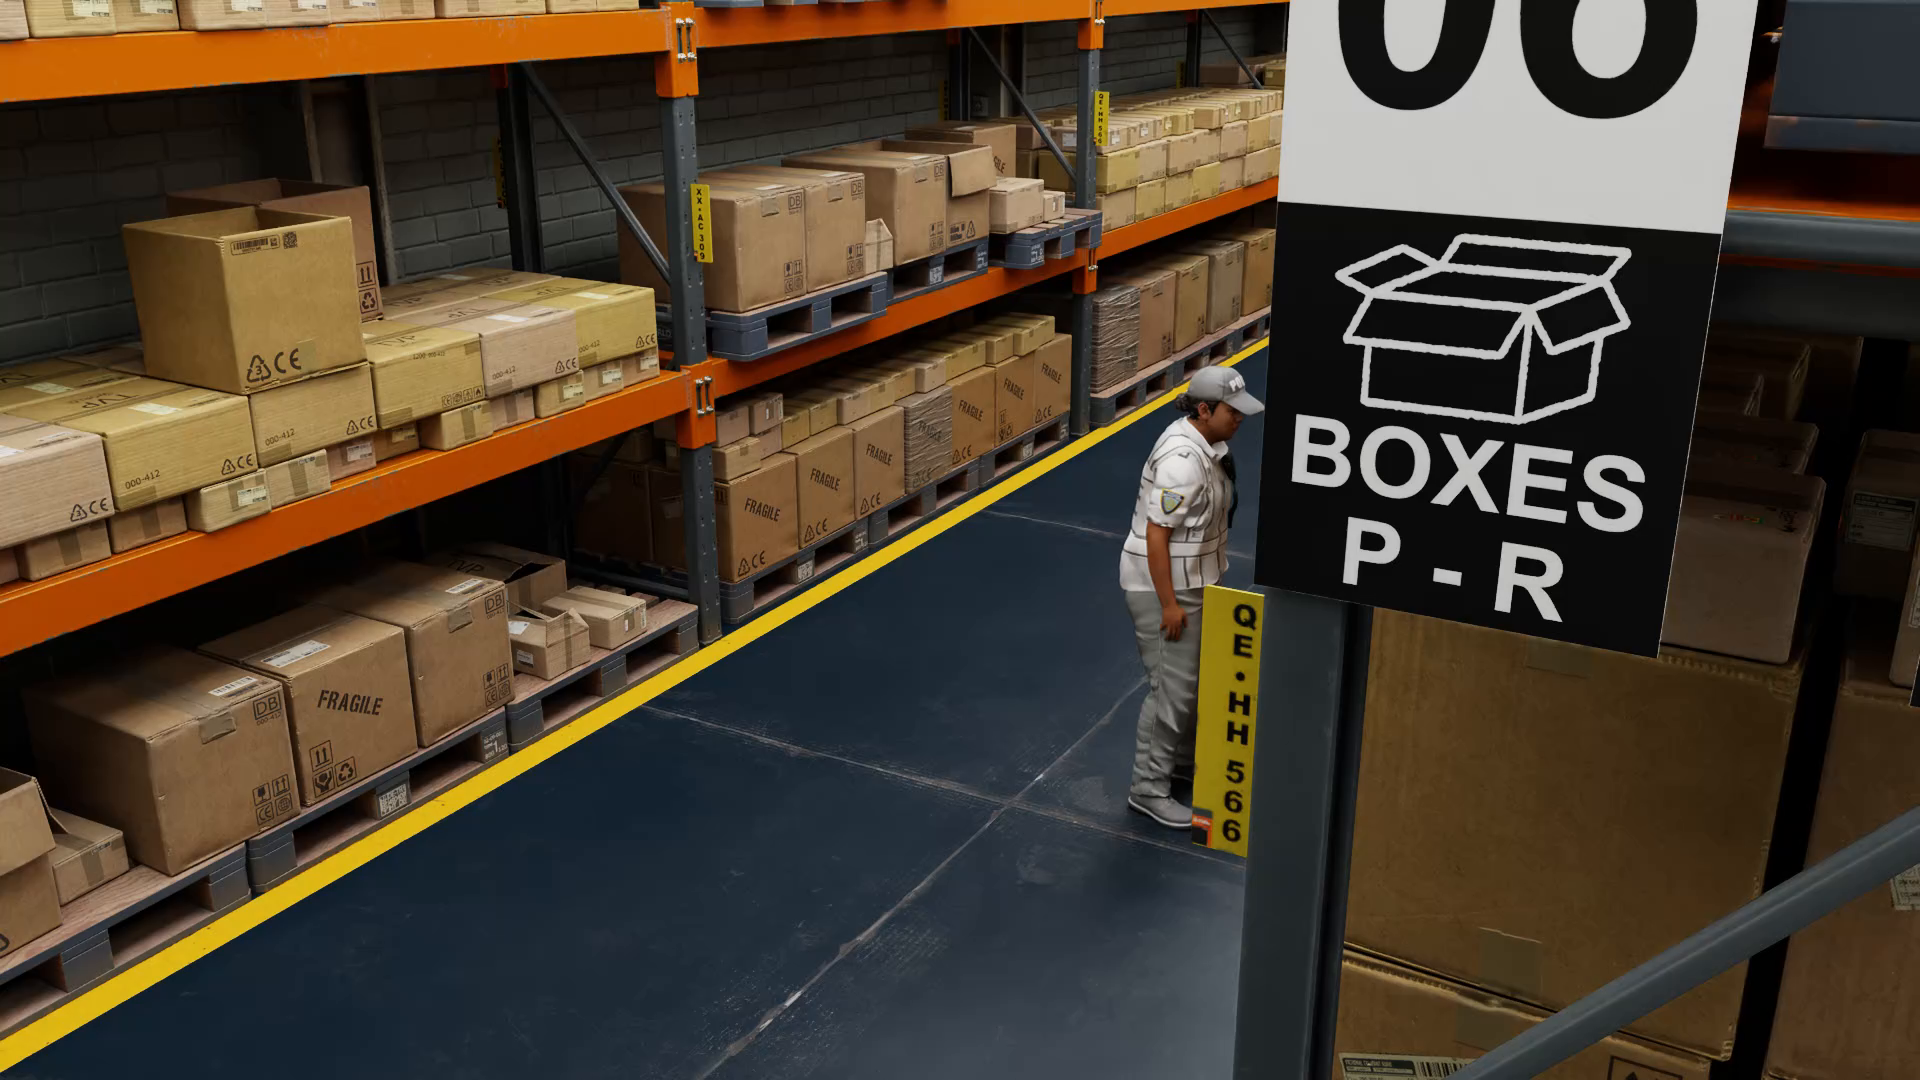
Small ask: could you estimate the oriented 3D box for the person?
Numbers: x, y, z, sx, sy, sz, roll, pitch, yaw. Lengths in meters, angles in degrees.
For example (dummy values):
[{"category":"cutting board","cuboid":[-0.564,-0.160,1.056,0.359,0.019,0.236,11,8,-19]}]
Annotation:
[{"category":"person","cuboid":[0.831,0.180,6.056,0.467,1.665,0.555,9,22,24]}]
